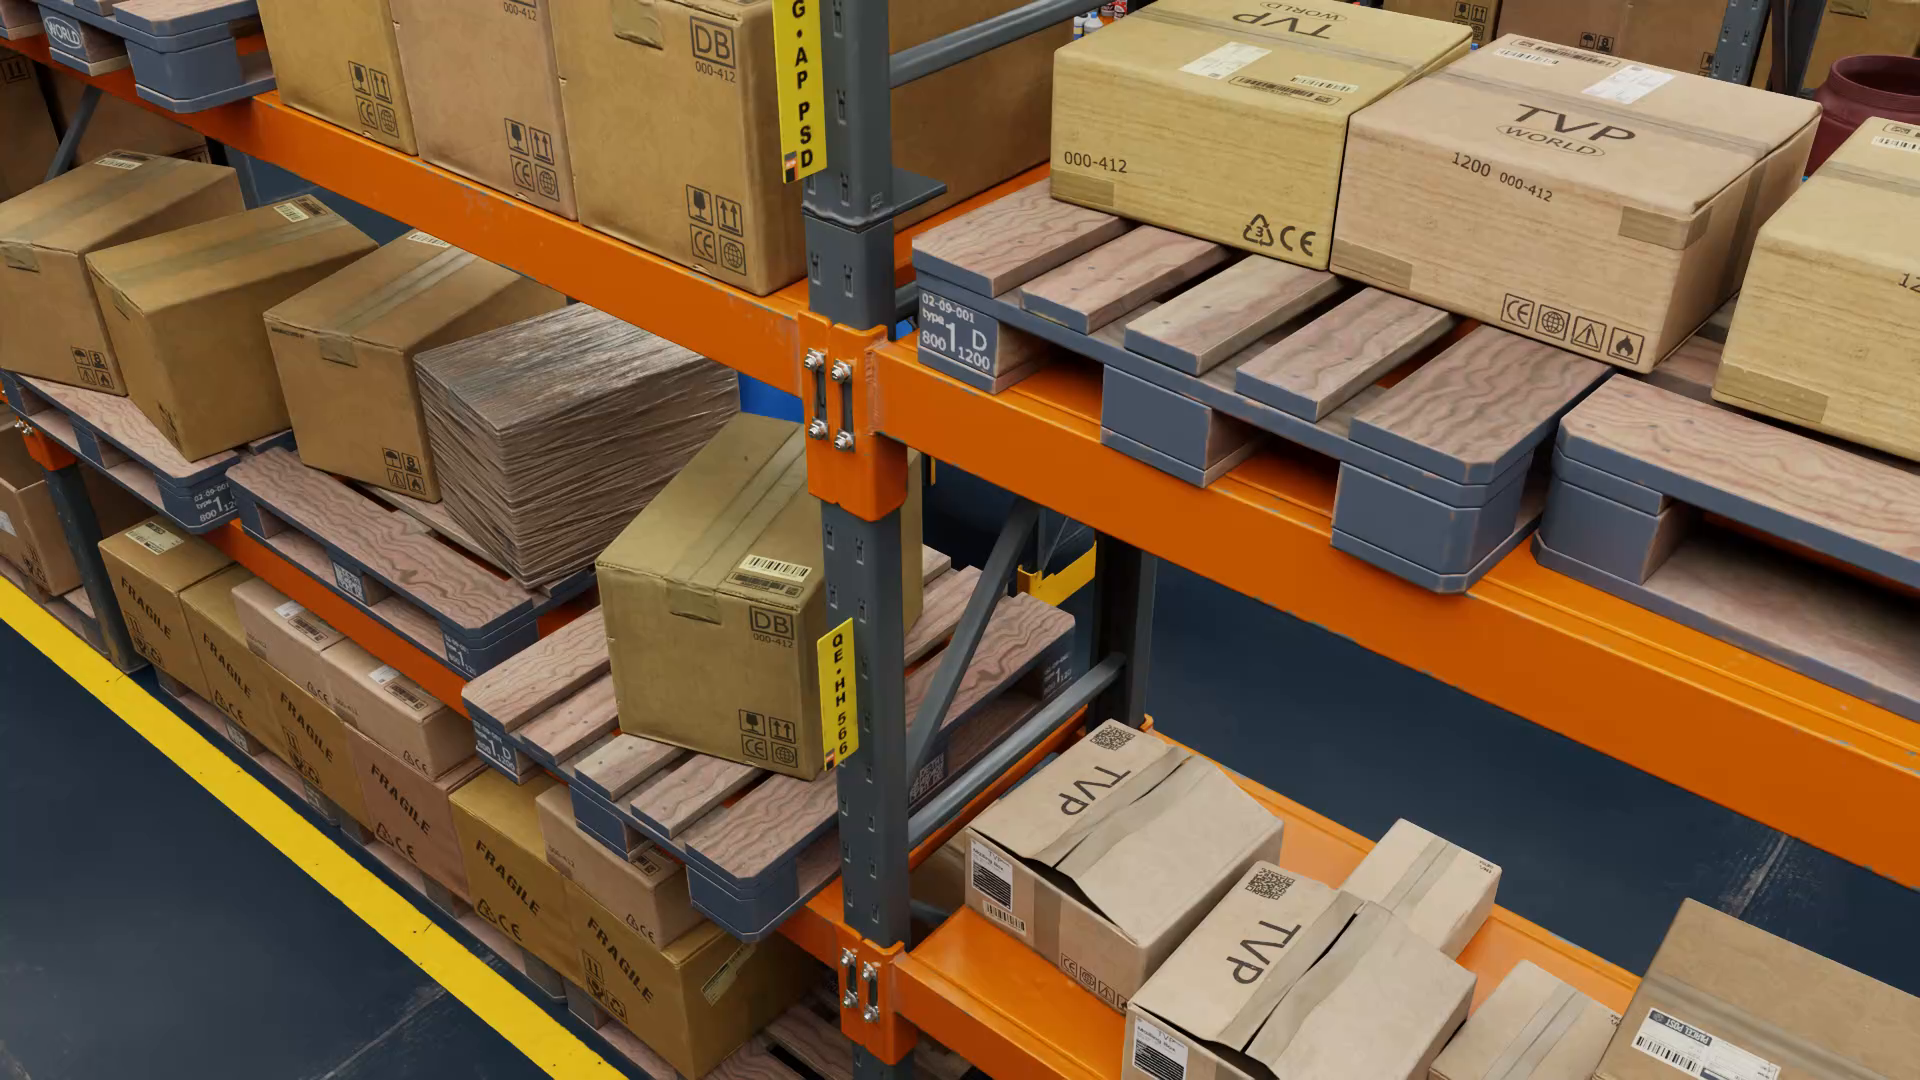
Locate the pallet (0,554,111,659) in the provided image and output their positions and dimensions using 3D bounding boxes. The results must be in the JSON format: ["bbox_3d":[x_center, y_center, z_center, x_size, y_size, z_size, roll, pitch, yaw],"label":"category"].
[{"bbox_3d":[-3.493,-0.043,7.126,1.213,0.211,1.003,25,42,32],"label":"pallet"}]

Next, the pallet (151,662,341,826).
[{"bbox_3d":[-2.317,0.485,6.358,1.213,0.211,1.003,25,42,32],"label":"pallet"}]

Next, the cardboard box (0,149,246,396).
[{"bbox_3d":[-2.745,-0.889,5.435,0.500,0.500,0.700,12,36,17],"label":"cardboard box"}]

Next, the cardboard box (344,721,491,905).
[{"bbox_3d":[-1.566,0.743,5.338,0.500,0.500,0.500,24,41,30],"label":"cardboard box"}]

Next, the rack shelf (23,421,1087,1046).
[{"bbox_3d":[-1.429,0.078,5.123,4.000,0.370,1.077,25,42,32],"label":"rack shelf"}]

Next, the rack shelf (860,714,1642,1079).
[{"bbox_3d":[1.645,1.527,3.013,4.000,0.370,1.077,25,42,32],"label":"rack shelf"}]

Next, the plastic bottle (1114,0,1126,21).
[{"bbox_3d":[0.886,-2.908,9.010,0.097,0.201,0.097,0,34,0],"label":"plastic bottle"}]

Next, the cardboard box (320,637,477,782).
[{"bbox_3d":[-1.596,0.422,5.143,0.500,0.250,0.500,24,41,31],"label":"cardboard box"}]

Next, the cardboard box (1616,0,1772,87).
[{"bbox_3d":[5.252,-3.685,11.473,0.875,0.875,1.225,25,42,32],"label":"cardboard box"}]

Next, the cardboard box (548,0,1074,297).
[{"bbox_3d":[-0.249,-0.915,3.195,0.500,0.500,0.910,25,42,32],"label":"cardboard box"}]

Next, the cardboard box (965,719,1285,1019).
[{"bbox_3d":[0.360,0.693,3.670,0.500,0.311,0.500,28,43,35],"label":"cardboard box"}]

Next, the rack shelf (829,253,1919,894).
[{"bbox_3d":[1.645,0.290,2.164,4.000,0.370,1.077,25,42,32],"label":"rack shelf"}]

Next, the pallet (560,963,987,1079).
[{"bbox_3d":[-0.442,1.368,5.071,1.213,0.211,1.003,25,42,32],"label":"pallet"}]

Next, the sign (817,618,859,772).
[{"bbox_3d":[-0.232,0.301,3.210,0.005,0.325,0.100,25,42,32],"label":"sign"}]

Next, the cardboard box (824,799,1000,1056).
[{"bbox_3d":[-0.059,1.065,4.868,0.500,0.500,0.500,27,43,34],"label":"cardboard box"}]

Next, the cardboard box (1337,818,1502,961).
[{"bbox_3d":[0.976,0.815,3.636,0.250,0.149,0.380,25,42,32],"label":"cardboard box"}]

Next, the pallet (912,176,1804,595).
[{"bbox_3d":[0.687,-0.446,2.767,1.003,0.211,1.213,27,43,34],"label":"pallet"}]

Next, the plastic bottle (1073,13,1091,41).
[{"bbox_3d":[0.599,-2.580,8.466,0.135,0.276,0.152,25,42,32],"label":"plastic bottle"}]

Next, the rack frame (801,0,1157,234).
[{"bbox_3d":[0.108,-1.967,2.166,0.127,3.000,1.000,25,42,32],"label":"rack frame"}]

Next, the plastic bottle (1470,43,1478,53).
[{"bbox_3d":[2.447,-2.246,7.984,0.097,0.271,0.097,0,34,0],"label":"plastic bottle"}]

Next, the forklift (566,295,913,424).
[{"bbox_3d":[-1.556,-2.154,7.798,1.130,2.935,3.031,-28,43,-34],"label":"forklift"}]

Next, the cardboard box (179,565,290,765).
[{"bbox_3d":[-2.333,0.375,5.873,0.500,0.500,0.500,26,42,32],"label":"cardboard box"}]

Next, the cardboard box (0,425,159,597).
[{"bbox_3d":[-3.585,-0.177,6.678,0.500,0.500,0.500,25,42,32],"label":"cardboard box"}]

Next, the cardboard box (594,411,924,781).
[{"bbox_3d":[-0.448,0.112,3.978,0.500,0.500,0.700,12,36,17],"label":"cardboard box"}]

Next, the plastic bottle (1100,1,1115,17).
[{"bbox_3d":[0.822,-2.983,9.119,0.097,0.201,0.097,0,34,0],"label":"plastic bottle"}]

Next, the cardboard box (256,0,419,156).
[{"bbox_3d":[-1.040,-1.289,3.739,0.500,0.500,0.910,25,42,32],"label":"cardboard box"}]

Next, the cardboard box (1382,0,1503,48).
[{"bbox_3d":[3.880,-4.326,12.405,0.875,0.875,1.225,25,42,32],"label":"cardboard box"}]

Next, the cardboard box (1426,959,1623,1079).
[{"bbox_3d":[1.124,1.047,3.298,0.250,0.149,0.380,29,44,35],"label":"cardboard box"}]

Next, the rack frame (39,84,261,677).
[{"bbox_3d":[-2.966,-0.943,5.974,0.127,3.000,1.000,25,42,32],"label":"rack frame"}]

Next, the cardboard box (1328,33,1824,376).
[{"bbox_3d":[0.907,-0.520,2.470,0.500,0.250,0.500,26,42,33],"label":"cardboard box"}]

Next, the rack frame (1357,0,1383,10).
[{"bbox_3d":[3.375,-5.252,12.248,0.127,3.000,1.000,25,42,32],"label":"rack frame"}]

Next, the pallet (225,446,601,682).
[{"bbox_3d":[-1.389,-0.118,4.941,1.213,0.211,1.003,25,42,32],"label":"pallet"}]

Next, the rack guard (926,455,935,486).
[{"bbox_3d":[-0.324,-0.256,7.402,0.087,0.250,0.587,25,42,32],"label":"rack guard"}]

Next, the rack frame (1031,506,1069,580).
[{"bbox_3d":[0.456,-0.403,6.512,0.032,1.500,0.500,25,42,32],"label":"rack frame"}]

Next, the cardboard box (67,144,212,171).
[{"bbox_3d":[-3.183,-1.288,6.387,0.500,0.500,0.500,26,42,33],"label":"cardboard box"}]

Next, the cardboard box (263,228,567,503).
[{"bbox_3d":[-1.569,-0.544,4.934,0.500,0.500,0.700,15,37,20],"label":"cardboard box"}]

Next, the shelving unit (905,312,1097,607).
[{"bbox_3d":[0.059,-0.591,6.785,1.083,1.500,0.587,25,42,32],"label":"shelving unit"}]

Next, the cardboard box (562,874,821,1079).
[{"bbox_3d":[-0.761,1.118,4.792,0.500,0.500,0.500,27,43,34],"label":"cardboard box"}]

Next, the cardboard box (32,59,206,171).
[{"bbox_3d":[-3.148,-1.690,6.089,0.500,0.500,0.500,26,42,33],"label":"cardboard box"}]
